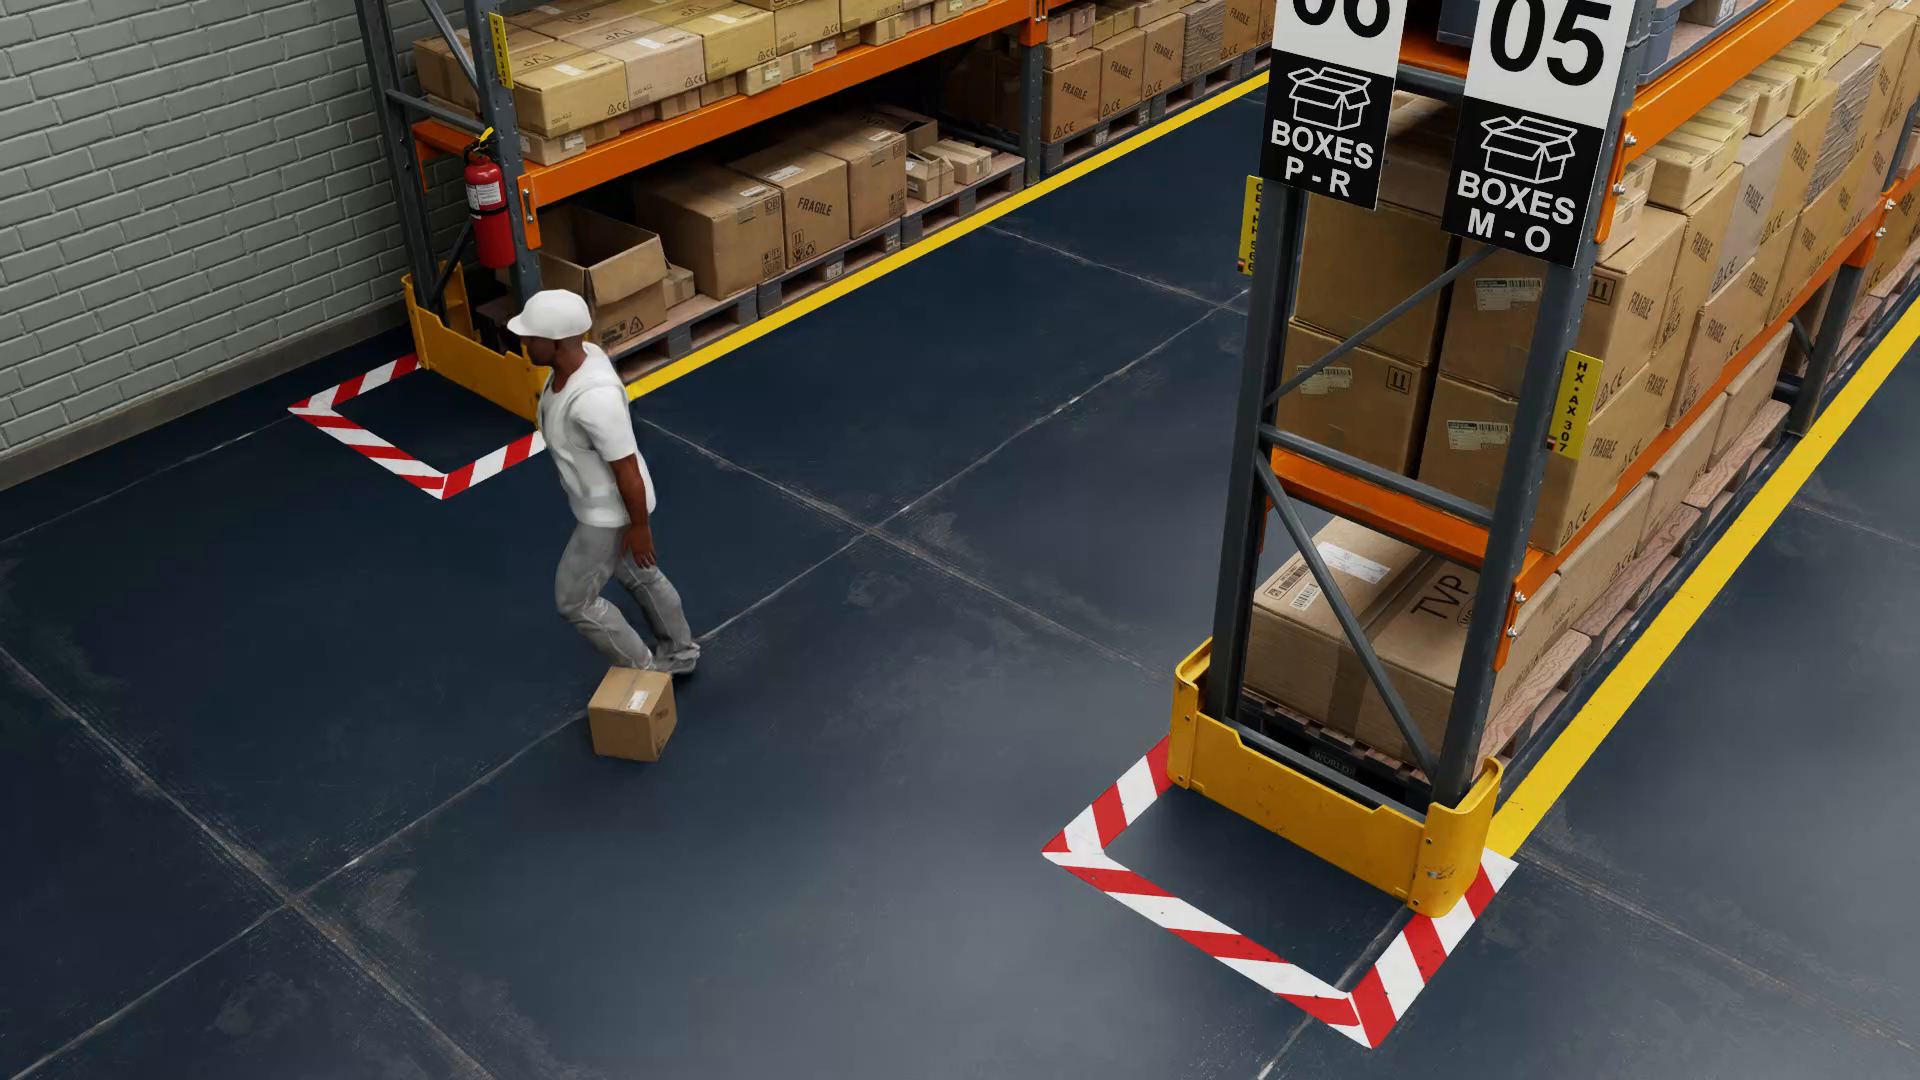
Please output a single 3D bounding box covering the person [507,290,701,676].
[{"bbox_3d":[-1.324,-0.151,6.318,0.541,1.756,0.601,-9,36,-13],"label":"person"}]
